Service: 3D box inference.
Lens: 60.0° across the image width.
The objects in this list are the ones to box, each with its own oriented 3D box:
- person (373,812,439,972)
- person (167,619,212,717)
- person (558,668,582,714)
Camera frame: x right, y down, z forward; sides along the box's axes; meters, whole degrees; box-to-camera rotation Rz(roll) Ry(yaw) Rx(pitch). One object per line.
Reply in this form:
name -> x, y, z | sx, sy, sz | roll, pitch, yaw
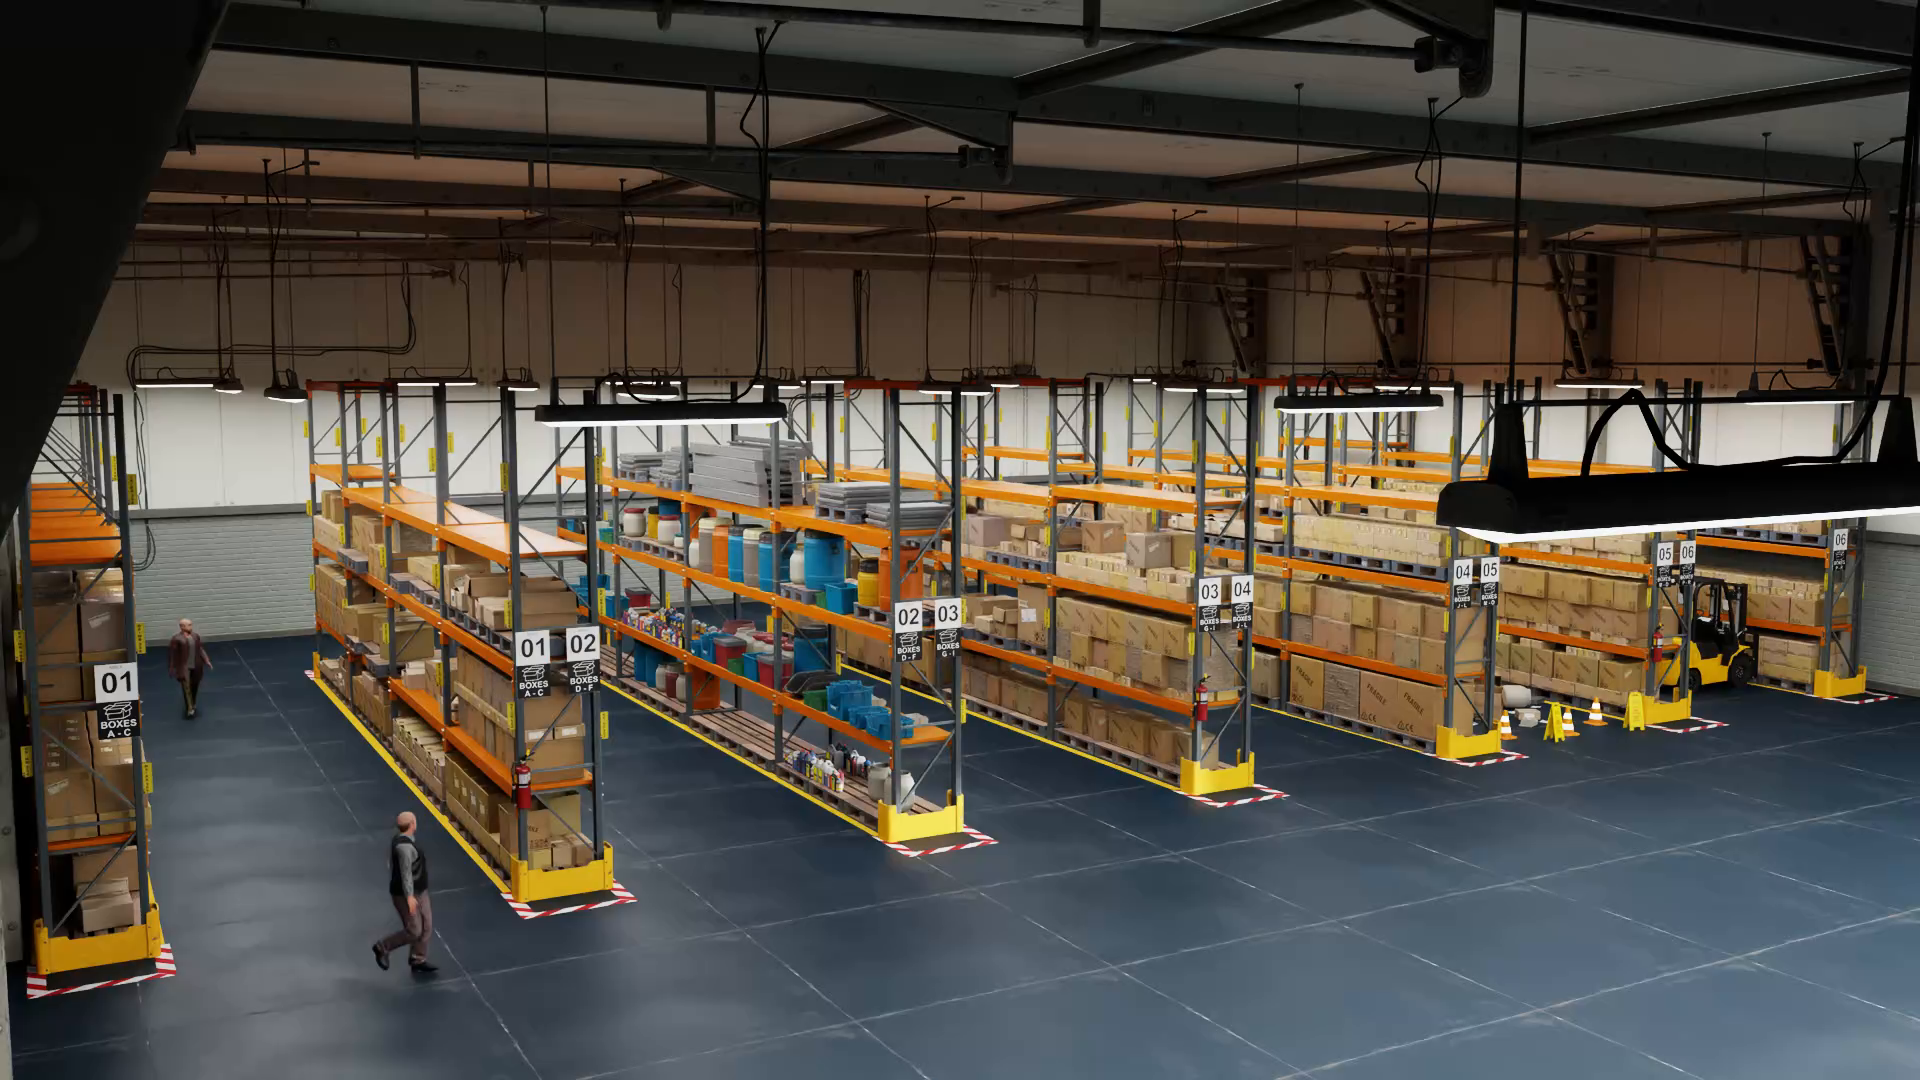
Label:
person -> -5.745, 3.647, 17.195 | 0.622, 1.704, 0.527 | 1, 6, 7
person -> -13.872, 2.277, 29.944 | 0.726, 1.727, 1.129 | -5, 8, -36
person -> -6.164, 2.669, 26.283 | 0.548, 1.775, 0.556 | 5, 8, 39
